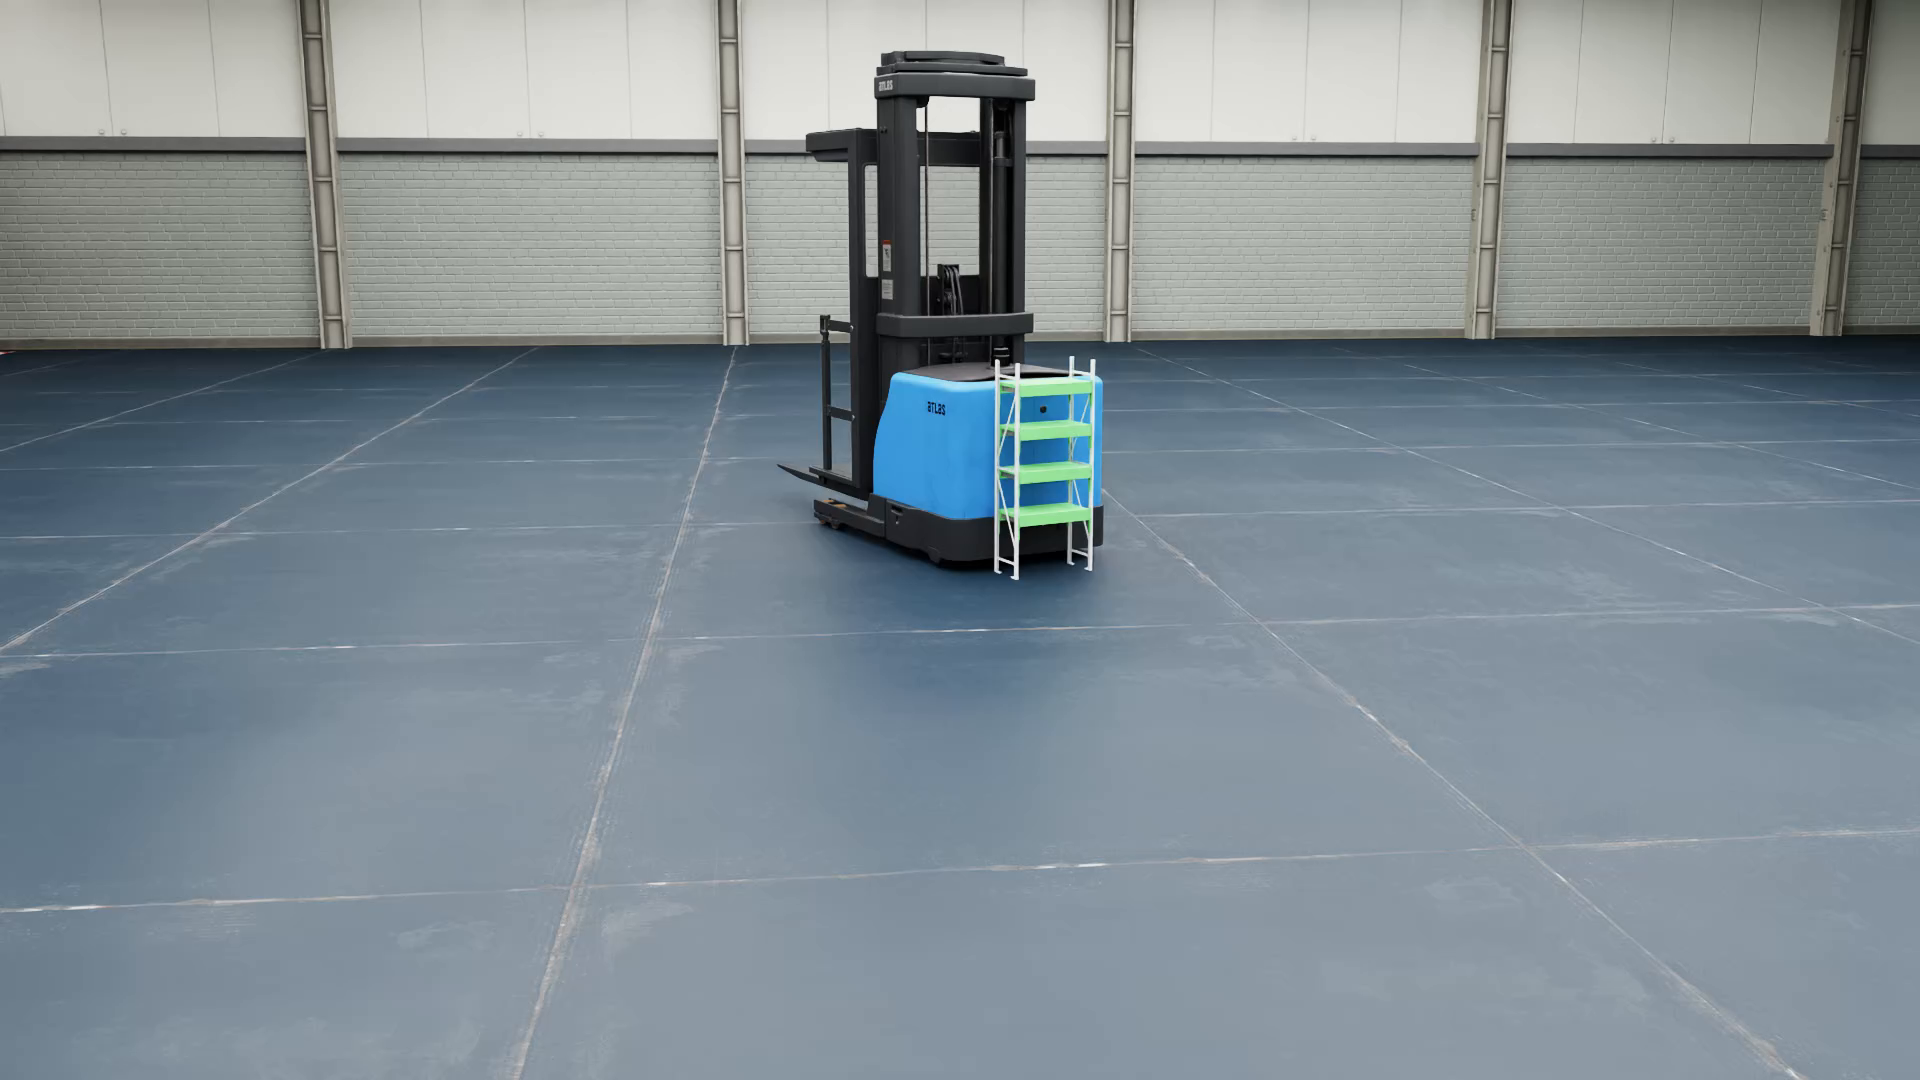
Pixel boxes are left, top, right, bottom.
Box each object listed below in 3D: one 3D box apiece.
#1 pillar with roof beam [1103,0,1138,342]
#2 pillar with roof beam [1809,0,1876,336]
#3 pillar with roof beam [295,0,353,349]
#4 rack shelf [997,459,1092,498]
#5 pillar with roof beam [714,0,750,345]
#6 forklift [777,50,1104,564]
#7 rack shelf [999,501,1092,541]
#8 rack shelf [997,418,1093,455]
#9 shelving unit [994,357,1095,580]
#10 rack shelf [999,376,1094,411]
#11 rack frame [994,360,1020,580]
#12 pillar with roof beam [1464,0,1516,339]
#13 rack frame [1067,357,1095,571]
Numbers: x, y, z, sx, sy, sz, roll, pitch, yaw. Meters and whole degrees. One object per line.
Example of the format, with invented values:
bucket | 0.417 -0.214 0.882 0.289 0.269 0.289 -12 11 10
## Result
pillar with roof beam | 2.960 -6.753 21.389 0.400 9.000 9.100 -1 11 -6
pillar with roof beam | 14.890 -7.003 22.660 0.400 9.000 9.100 -1 11 -6
pillar with roof beam | -8.970 -6.503 20.117 0.400 9.000 9.100 -1 11 -6
rack shelf | 0.474 -0.348 9.359 0.480 0.148 0.258 -6 13 -28
pillar with roof beam | -3.005 -6.628 20.753 0.400 9.000 9.100 -1 11 -6
forklift | -0.301 -1.544 10.624 1.130 2.935 3.031 -6 13 -28
rack shelf | 0.474 -0.113 9.405 0.480 0.148 0.258 -6 13 -28
rack shelf | 0.474 -0.584 9.313 0.480 0.148 0.258 -6 13 -28
shelving unit | 0.474 -0.411 9.347 0.503 1.200 0.258 -6 13 -28
rack shelf | 0.474 -0.819 9.267 0.480 0.148 0.258 -6 13 -28
rack frame | 0.260 -0.388 9.232 0.015 1.200 0.240 -6 13 -28
pillar with roof beam | 8.925 -6.878 22.024 0.400 9.000 9.100 -1 11 -6
rack frame | 0.688 -0.433 9.462 0.015 1.200 0.240 -6 13 -28
